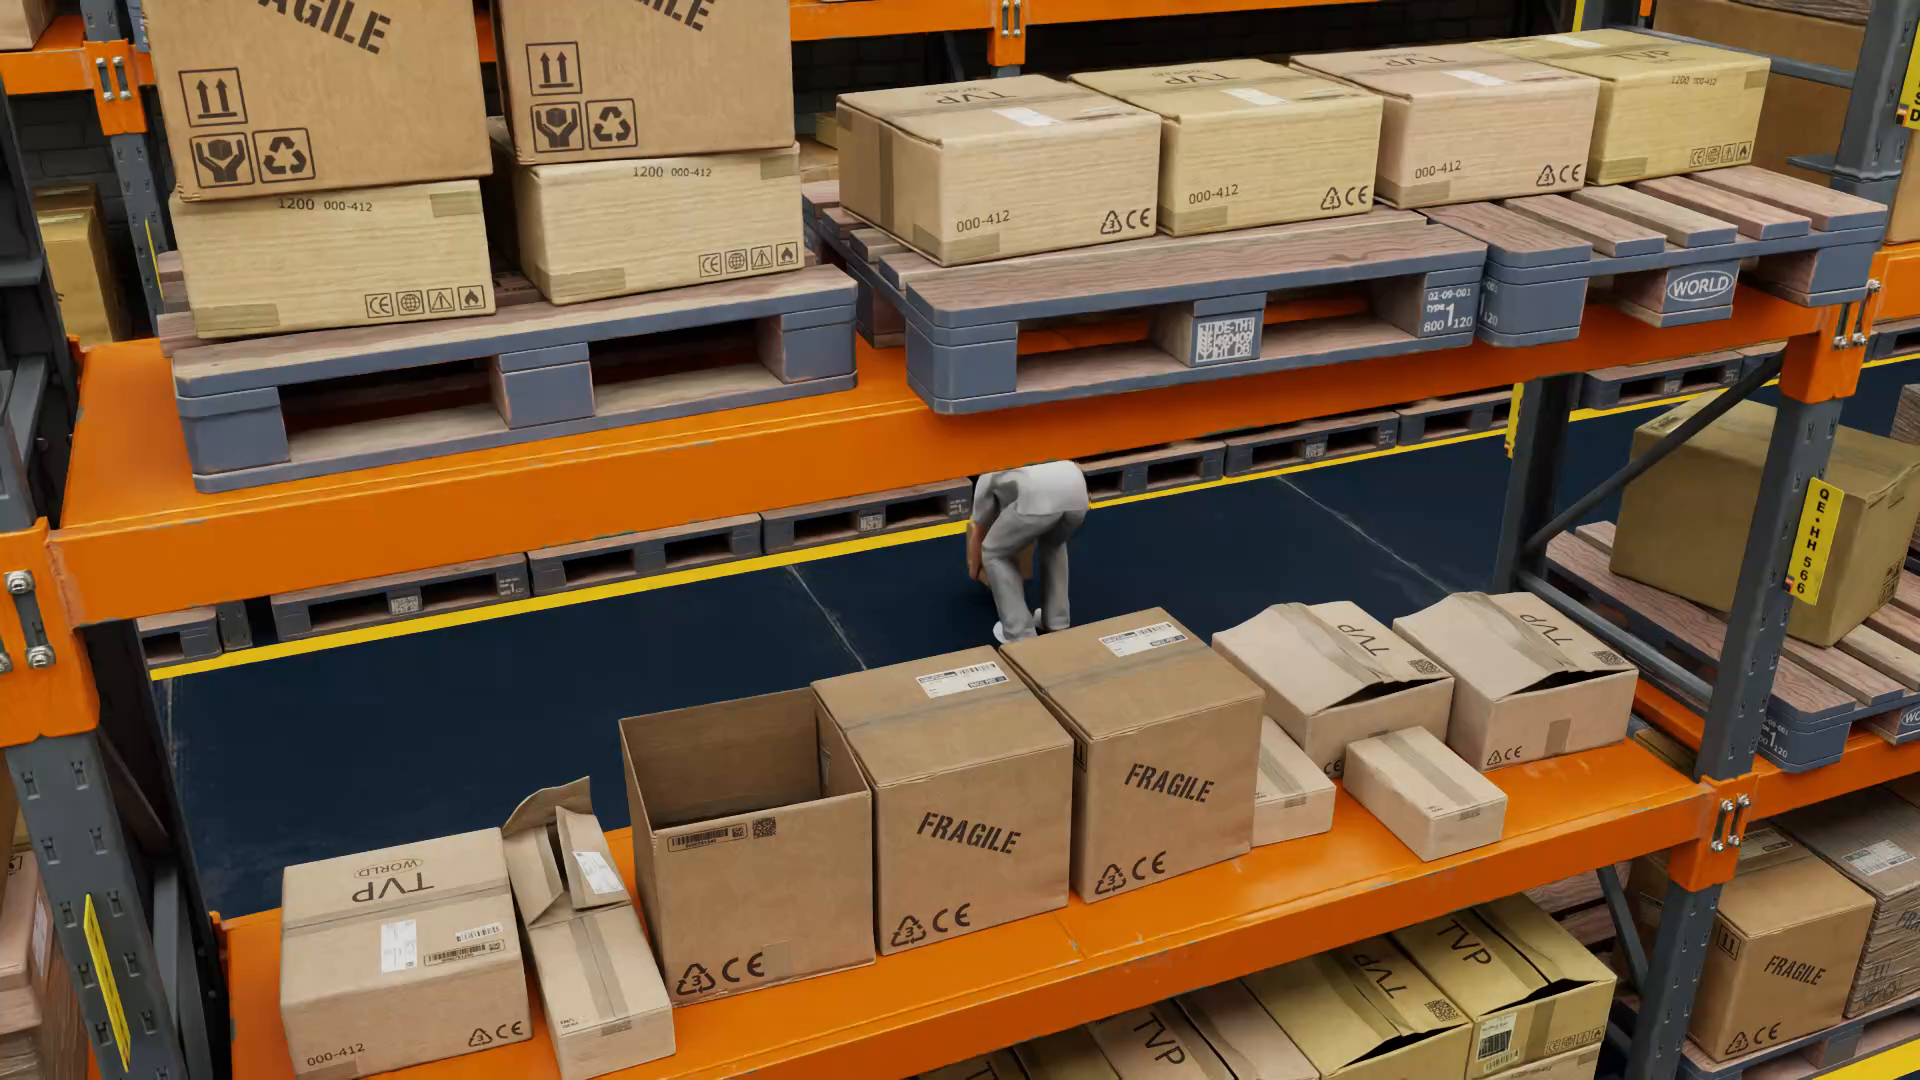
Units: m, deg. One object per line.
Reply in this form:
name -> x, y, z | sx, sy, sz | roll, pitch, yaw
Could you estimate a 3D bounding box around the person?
person -> 0.286, -0.024, 7.963 | 0.448, 0.972, 0.860 | -12, 28, -23
